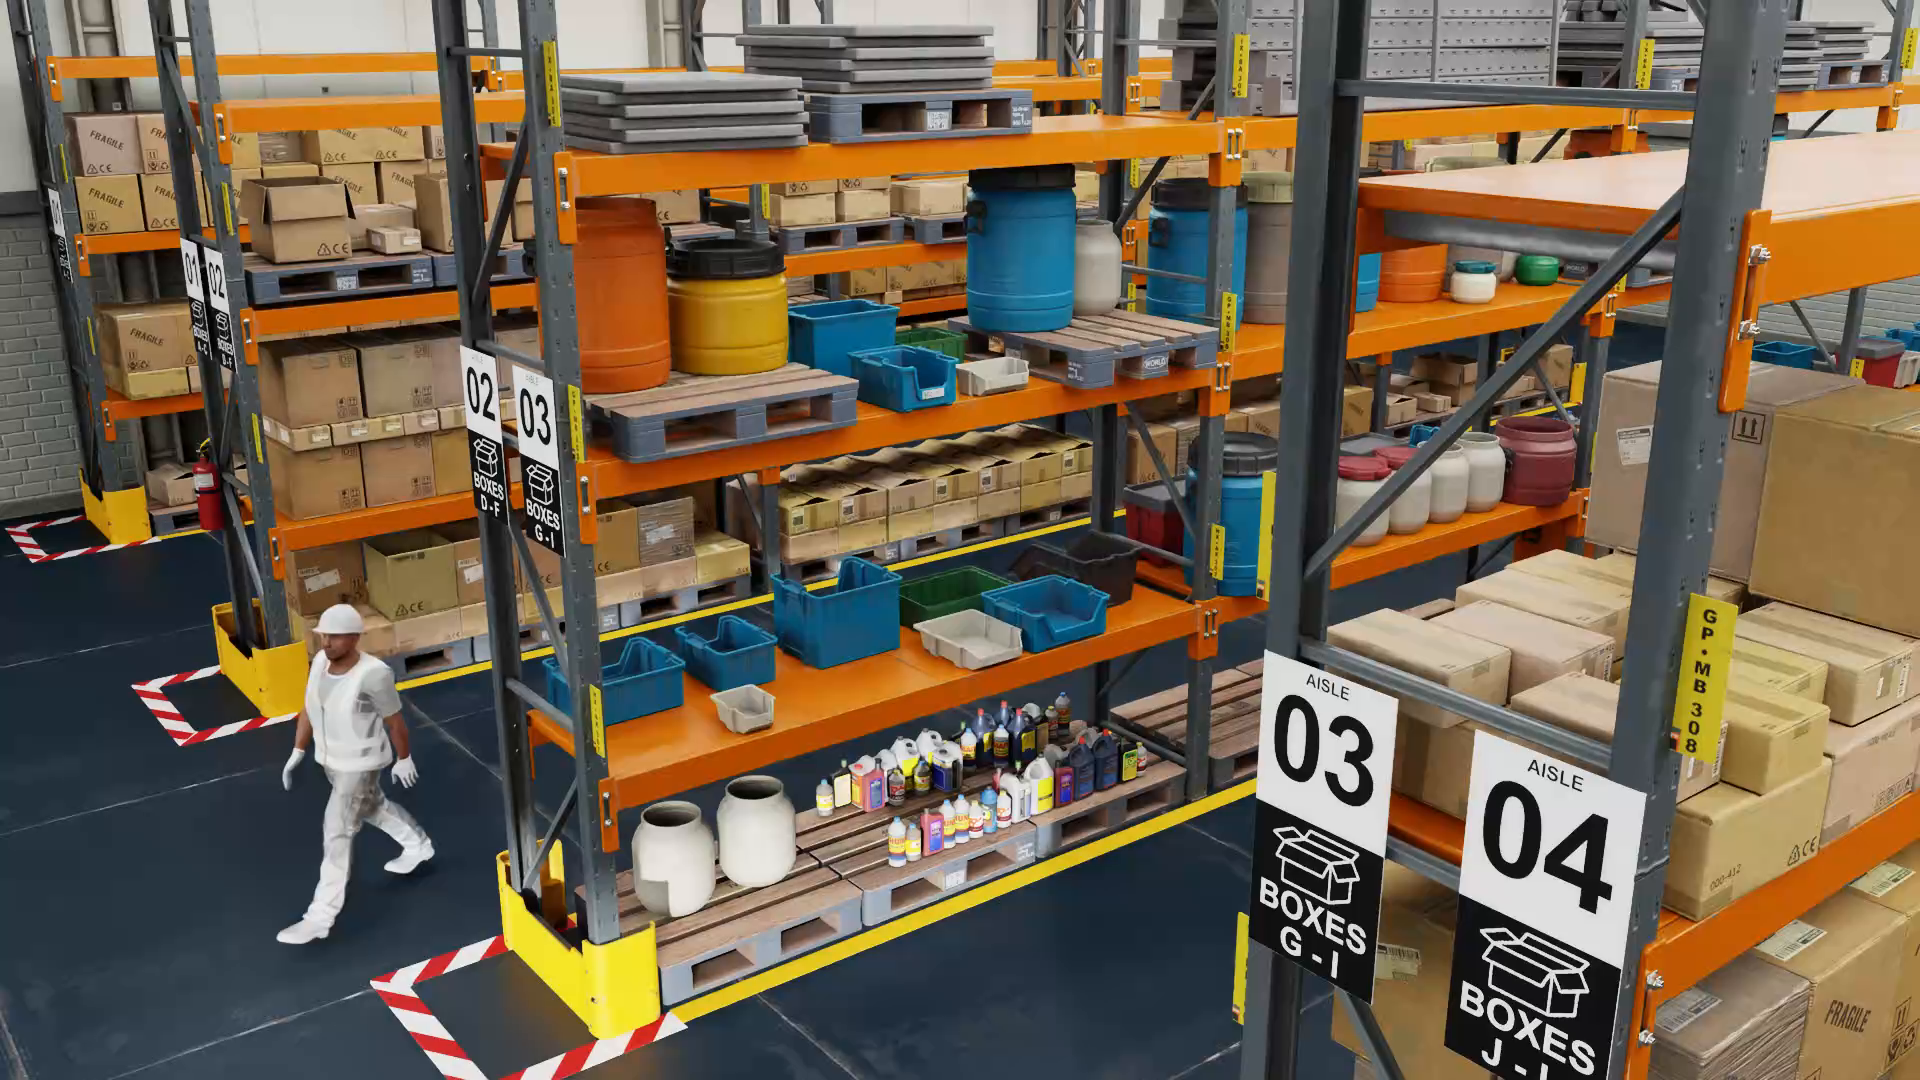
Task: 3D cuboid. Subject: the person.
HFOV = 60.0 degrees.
[{"bbox_3d":[-3.269,1.176,8.803,0.542,1.729,1.104,13,22,35],"label":"person"}]
